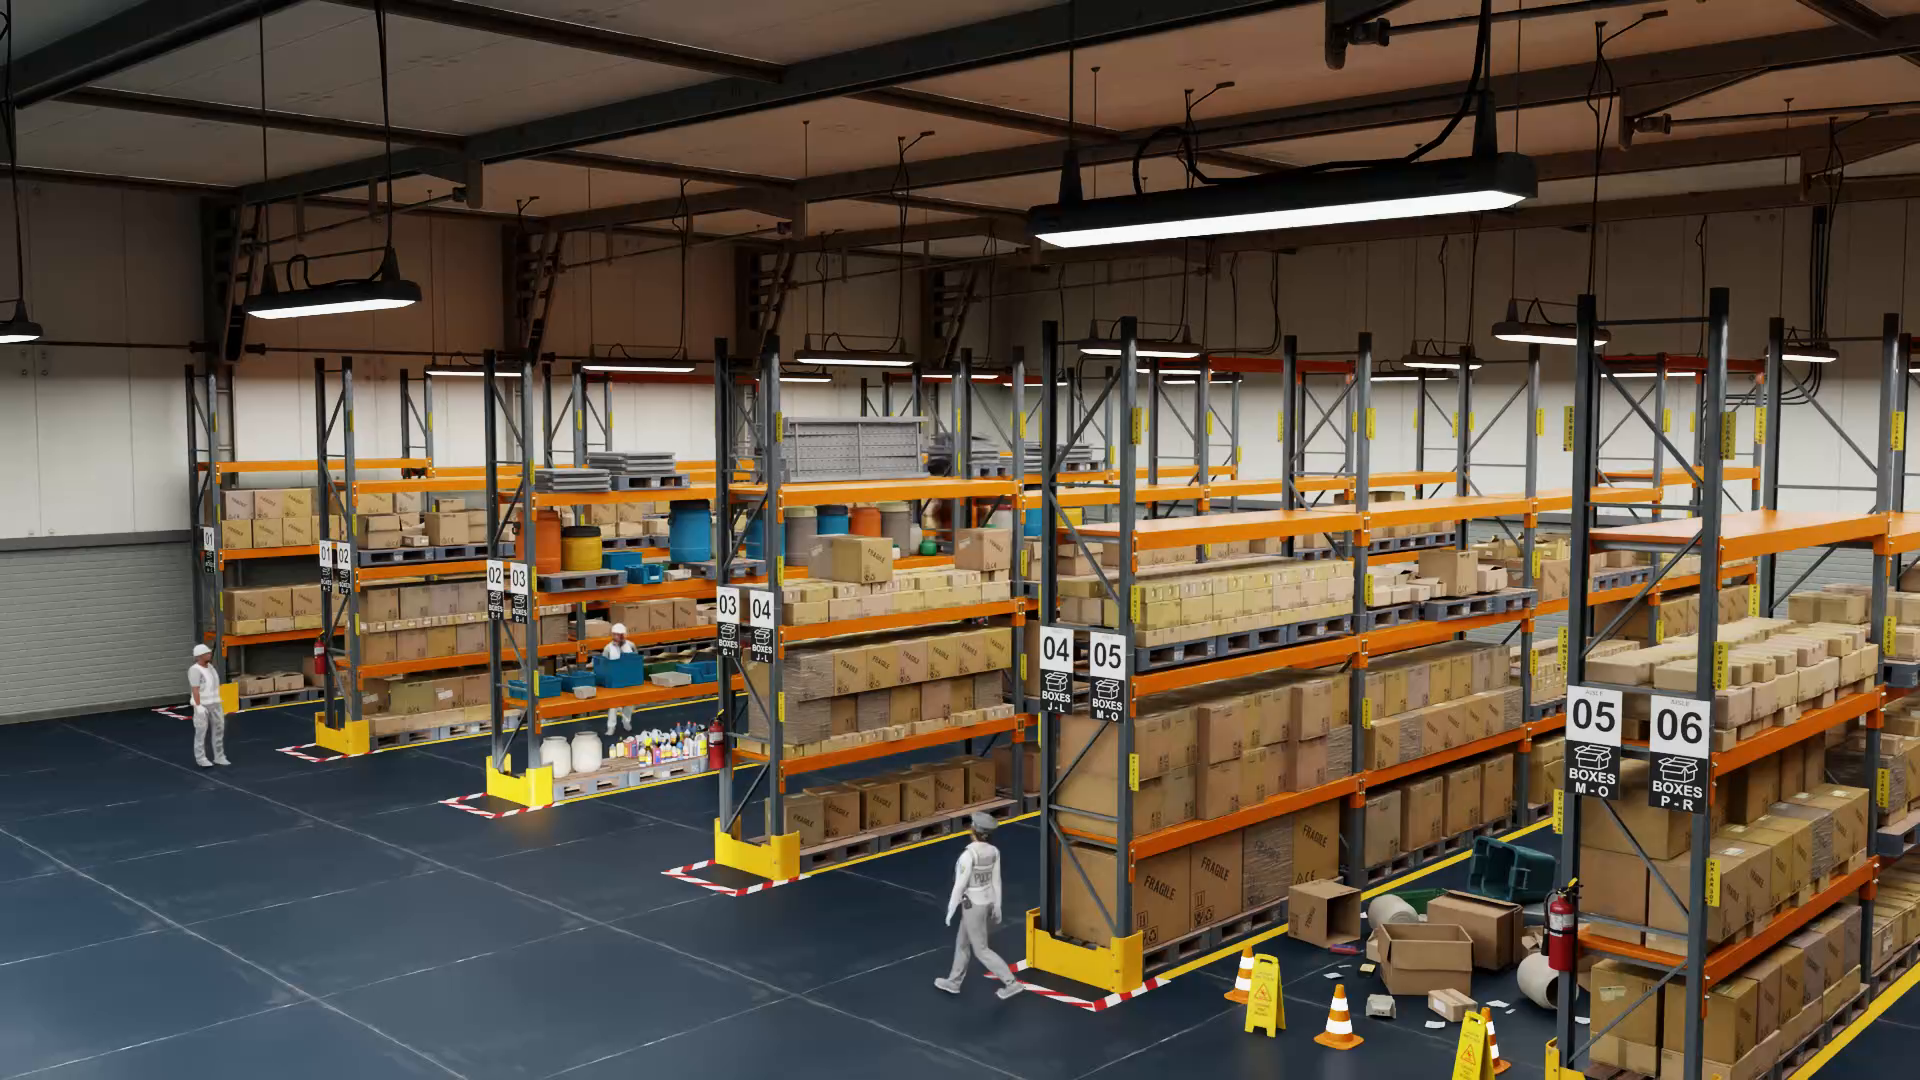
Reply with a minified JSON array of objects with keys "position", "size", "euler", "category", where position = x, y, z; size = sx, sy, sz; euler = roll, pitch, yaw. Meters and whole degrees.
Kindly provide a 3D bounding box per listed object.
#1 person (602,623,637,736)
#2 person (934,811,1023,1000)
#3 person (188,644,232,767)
[{"position":[-5.469,2.227,26.753],"size":[0.658,1.777,0.485],"euler":[-1,5,-15],"category":"person"},{"position":[0.138,3.219,14.605],"size":[0.895,1.650,0.447],"euler":[2,5,21],"category":"person"},{"position":[-11.016,2.438,24.352],"size":[0.505,1.839,0.601],"euler":[2,5,25],"category":"person"}]
